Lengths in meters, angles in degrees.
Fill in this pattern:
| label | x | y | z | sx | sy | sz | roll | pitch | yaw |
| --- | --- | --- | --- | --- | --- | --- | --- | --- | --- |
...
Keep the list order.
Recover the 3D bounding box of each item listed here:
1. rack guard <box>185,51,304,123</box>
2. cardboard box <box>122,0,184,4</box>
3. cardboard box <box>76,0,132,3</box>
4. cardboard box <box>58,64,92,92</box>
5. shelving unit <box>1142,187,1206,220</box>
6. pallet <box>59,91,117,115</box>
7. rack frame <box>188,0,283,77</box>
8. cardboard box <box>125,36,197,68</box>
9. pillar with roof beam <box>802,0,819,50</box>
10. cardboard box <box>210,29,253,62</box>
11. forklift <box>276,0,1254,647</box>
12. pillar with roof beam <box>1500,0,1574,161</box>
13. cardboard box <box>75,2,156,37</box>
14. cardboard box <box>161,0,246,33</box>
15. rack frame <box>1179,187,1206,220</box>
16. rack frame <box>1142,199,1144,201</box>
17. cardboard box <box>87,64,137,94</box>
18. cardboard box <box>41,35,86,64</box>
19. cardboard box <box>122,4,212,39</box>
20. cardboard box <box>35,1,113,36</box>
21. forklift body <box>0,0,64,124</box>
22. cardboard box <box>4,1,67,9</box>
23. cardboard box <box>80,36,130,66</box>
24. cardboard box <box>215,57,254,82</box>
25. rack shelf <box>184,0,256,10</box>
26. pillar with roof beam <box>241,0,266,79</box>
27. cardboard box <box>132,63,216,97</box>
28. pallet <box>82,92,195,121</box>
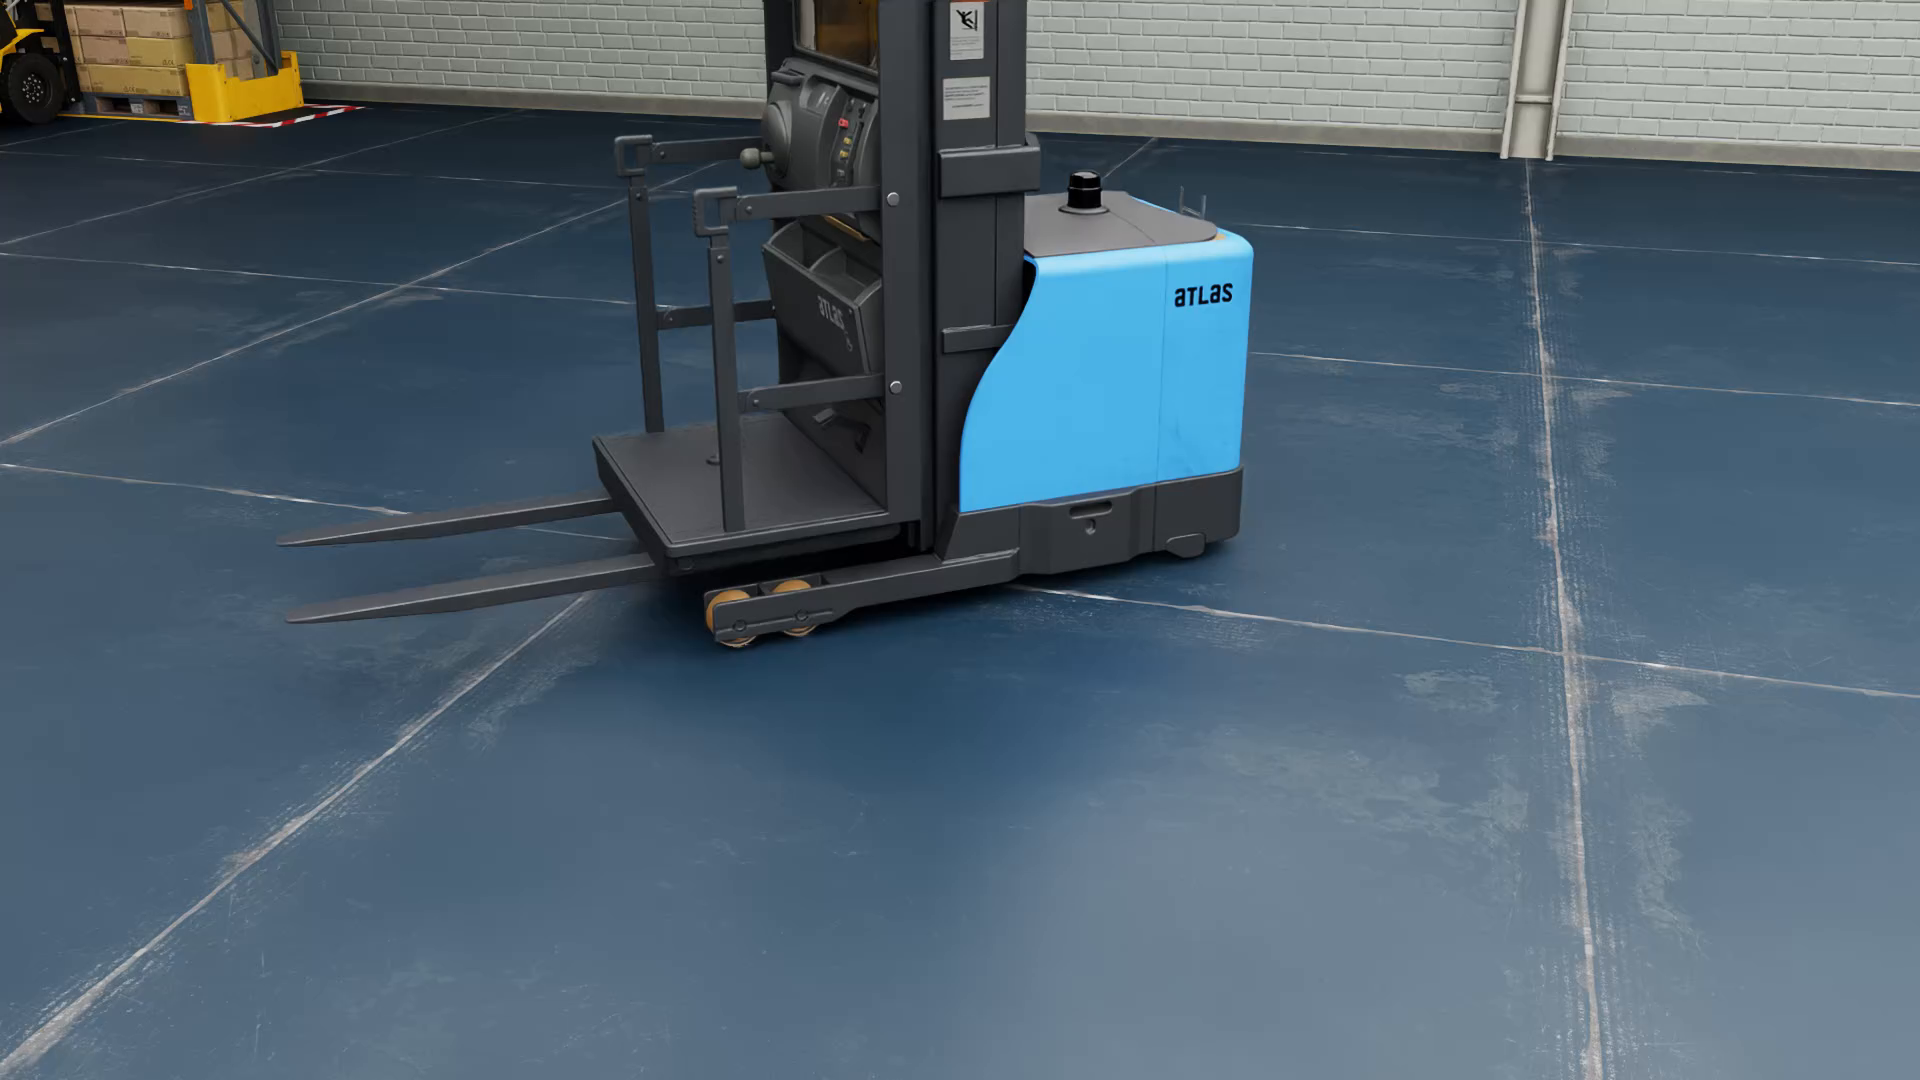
| label | x | y | z | sx | sy | sz | roll | pitch | yaw |
| --- | --- | --- | --- | --- | --- | --- | --- | --- | --- |
| rack guard | -6.569 | -4.185 | 15.314 | 0.348 | 0.500 | 1.175 | 7 | 23 | 16 |
| cardboard box | -7.477 | -4.904 | 15.525 | 0.500 | 0.250 | 0.500 | 7 | 23 | 16 |
| cardboard box | -7.952 | -4.963 | 15.668 | 0.500 | 0.250 | 0.500 | 6 | 23 | 15 |
| cardboard box | -8.083 | -4.319 | 15.417 | 0.500 | 0.250 | 0.500 | 7 | 23 | 16 |
| shelving unit | 0.744 | -0.787 | 6.305 | 0.252 | 1.050 | 0.215 | -7 | 23 | -17 |
| pallet | -8.500 | -4.257 | 15.871 | 1.213 | 0.211 | 1.003 | 7 | 23 | 15 |
| rack frame | -6.592 | -5.344 | 14.847 | 0.127 | 3.000 | 1.000 | 7 | 23 | 16 |
| cardboard box | -7.148 | -4.438 | 15.047 | 0.500 | 0.250 | 0.500 | 6 | 23 | 15 |
| pillar with roof beam | -2.497 | -6.302 | 9.276 | 0.400 | 9.000 | 9.100 | 7 | 23 | 16 |
| cardboard box | -6.982 | -4.625 | 15.503 | 0.500 | 0.250 | 0.500 | 7 | 23 | 16 |
| forklift | -0.614 | -1.263 | 4.988 | 3.031 | 2.935 | 1.130 | -9 | 24 | -21 |
| pillar with roof beam | 3.247 | -5.644 | 7.672 | 0.400 | 9.000 | 9.100 | 7 | 23 | 16 |
| cardboard box | -7.613 | -4.720 | 15.077 | 0.500 | 0.250 | 0.500 | 7 | 23 | 16 |
| cardboard box | -6.997 | -4.851 | 15.395 | 0.500 | 0.250 | 0.500 | 6 | 23 | 15 |
| rack frame | 0.860 | -0.802 | 6.341 | 0.008 | 1.050 | 0.200 | -7 | 23 | -17 |
| rack frame | 0.629 | -0.772 | 6.269 | 0.008 | 1.050 | 0.200 | -7 | 23 | -17 |
| cardboard box | -7.606 | -4.261 | 15.276 | 0.500 | 0.250 | 0.500 | 7 | 23 | 15 |
| cardboard box | -8.126 | -4.545 | 15.310 | 0.500 | 0.250 | 0.500 | 6 | 23 | 14 |
| cardboard box | -7.123 | -4.666 | 14.946 | 0.500 | 0.250 | 0.500 | 7 | 23 | 17 |
| cardboard box | -8.099 | -4.772 | 15.203 | 0.500 | 0.250 | 0.500 | 7 | 23 | 16 |
| forklift body | -8.934 | -4.497 | 13.898 | 1.214 | 2.155 | 2.313 | 7 | 23 | 16 |
| cardboard box | -8.582 | -4.830 | 15.345 | 0.500 | 0.250 | 0.500 | 6 | 23 | 14 |
| cardboard box | -7.625 | -4.497 | 15.190 | 0.500 | 0.250 | 0.500 | 6 | 23 | 15 |
| cardboard box | -7.006 | -4.391 | 15.593 | 0.500 | 0.250 | 0.500 | 7 | 23 | 16 |
| rack shelf | -8.507 | -5.231 | 15.518 | 4.000 | 0.370 | 1.077 | 7 | 23 | 16 |
| pillar with roof beam | -8.242 | -6.960 | 10.879 | 0.400 | 9.000 | 9.100 | 7 | 23 | 16 |
| cardboard box | -7.133 | -4.203 | 15.134 | 0.500 | 0.250 | 0.500 | 7 | 23 | 16 |
| pallet | -7.336 | -4.123 | 15.543 | 1.213 | 0.211 | 1.003 | 7 | 23 | 16 |
